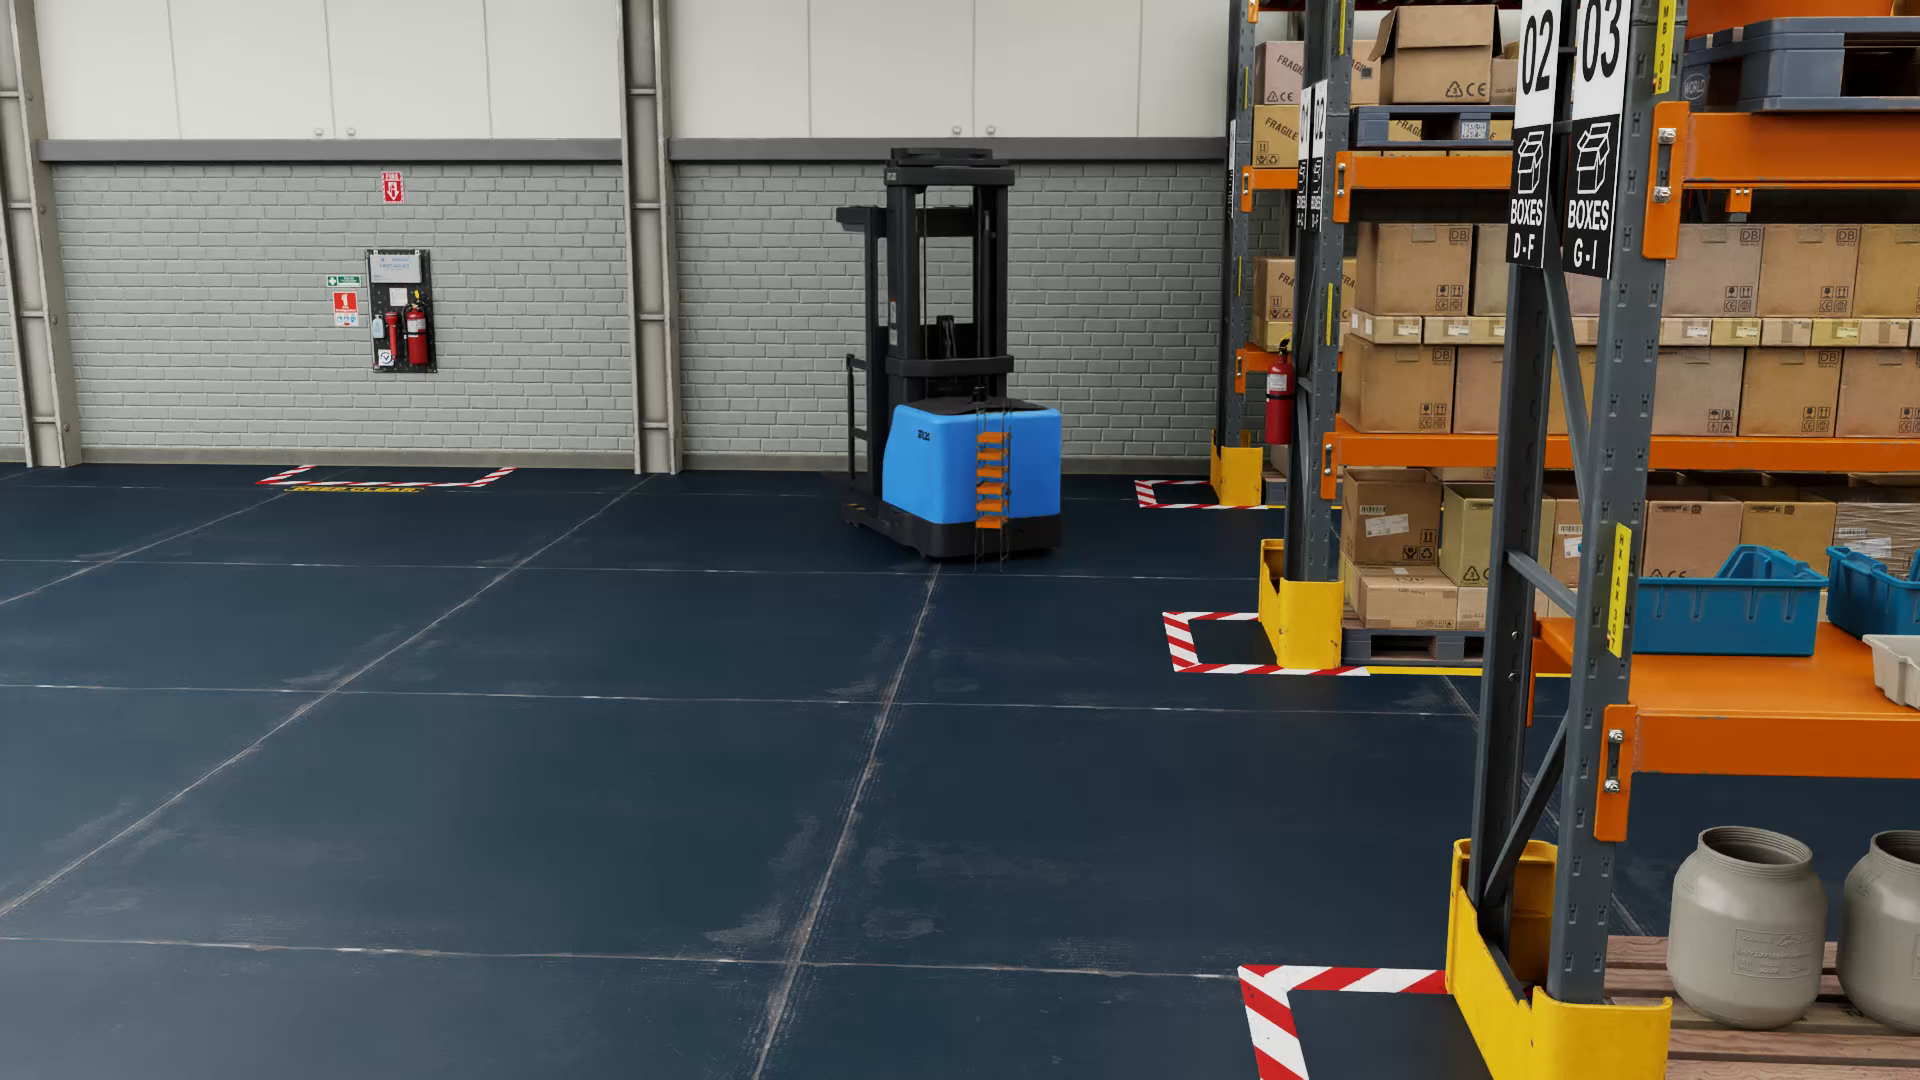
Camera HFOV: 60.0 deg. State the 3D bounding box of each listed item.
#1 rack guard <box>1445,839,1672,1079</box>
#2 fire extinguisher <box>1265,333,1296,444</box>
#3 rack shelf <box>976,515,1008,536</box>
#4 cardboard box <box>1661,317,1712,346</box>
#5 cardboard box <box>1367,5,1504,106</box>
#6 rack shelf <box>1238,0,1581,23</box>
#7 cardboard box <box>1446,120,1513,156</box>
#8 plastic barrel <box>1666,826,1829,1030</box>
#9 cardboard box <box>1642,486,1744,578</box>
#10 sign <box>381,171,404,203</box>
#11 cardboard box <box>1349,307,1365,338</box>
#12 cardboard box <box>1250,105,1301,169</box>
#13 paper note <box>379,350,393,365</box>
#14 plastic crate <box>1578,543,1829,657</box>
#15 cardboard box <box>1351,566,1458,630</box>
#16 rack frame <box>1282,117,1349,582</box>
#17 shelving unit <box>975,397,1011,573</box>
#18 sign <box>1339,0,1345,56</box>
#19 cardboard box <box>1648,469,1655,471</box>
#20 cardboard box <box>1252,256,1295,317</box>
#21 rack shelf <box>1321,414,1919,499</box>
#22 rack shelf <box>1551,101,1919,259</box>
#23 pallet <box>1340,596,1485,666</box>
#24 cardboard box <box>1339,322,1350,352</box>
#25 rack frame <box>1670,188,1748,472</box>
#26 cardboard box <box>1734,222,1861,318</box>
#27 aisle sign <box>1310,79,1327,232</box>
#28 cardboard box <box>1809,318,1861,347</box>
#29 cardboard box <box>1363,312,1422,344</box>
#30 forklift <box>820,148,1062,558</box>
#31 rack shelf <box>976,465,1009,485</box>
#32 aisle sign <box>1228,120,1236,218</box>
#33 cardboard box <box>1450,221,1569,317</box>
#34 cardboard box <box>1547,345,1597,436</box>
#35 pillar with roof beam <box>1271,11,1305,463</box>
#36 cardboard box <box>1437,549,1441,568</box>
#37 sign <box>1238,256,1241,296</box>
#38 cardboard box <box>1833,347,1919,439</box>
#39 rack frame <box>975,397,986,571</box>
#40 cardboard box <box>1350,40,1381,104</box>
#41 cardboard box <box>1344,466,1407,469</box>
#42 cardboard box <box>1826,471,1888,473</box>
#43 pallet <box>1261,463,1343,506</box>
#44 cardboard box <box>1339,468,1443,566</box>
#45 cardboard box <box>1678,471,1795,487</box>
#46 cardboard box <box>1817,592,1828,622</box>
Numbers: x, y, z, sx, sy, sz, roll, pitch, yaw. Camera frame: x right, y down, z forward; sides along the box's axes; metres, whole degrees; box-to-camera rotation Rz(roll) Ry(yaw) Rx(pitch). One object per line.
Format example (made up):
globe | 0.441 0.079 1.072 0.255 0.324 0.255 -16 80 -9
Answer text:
rack guard | 1.770 1.364 5.028 0.348 0.500 1.175 1 12 4
fire extinguisher | 1.939 -0.922 10.038 0.183 0.674 0.296 1 12 4
rack shelf | 0.228 -0.108 11.734 0.180 0.103 0.258 4 12 14
cardboard box | 3.937 -1.159 9.154 0.250 0.149 0.380 1 12 4
cardboard box | 2.599 -2.647 9.151 0.637 0.503 0.797 2 12 8
rack shelf | 4.349 -4.431 13.735 4.000 0.370 1.077 1 12 4
cardboard box | 4.258 -3.323 13.707 0.500 0.500 0.500 2 12 7
plastic barrel | 2.353 1.154 4.974 0.421 0.512 0.421 0 12 0
cardboard box | 4.043 -0.016 9.377 0.500 0.500 0.500 1 12 4
sign | -5.341 -3.321 15.657 0.199 0.298 0.001 1 12 4
cardboard box | 2.420 -1.263 9.653 0.250 0.149 0.380 1 12 3
cardboard box | 2.670 -3.346 13.821 0.500 0.500 0.500 1 12 5
paper note | -5.512 -1.751 15.966 0.142 0.148 0.016 1 12 4
plastic crate | 2.211 0.167 5.006 0.616 0.251 0.499 1 12 4
cardboard box | 2.546 0.330 9.554 0.500 0.250 0.500 1 12 4
rack frame | 2.026 -0.863 9.568 0.127 3.000 1.000 1 12 4
shelving unit | 0.231 -0.386 11.676 0.189 1.200 0.258 4 12 14
sign | 1.983 -2.685 8.622 0.005 0.325 0.100 1 12 4
cardboard box | 5.809 -0.650 14.395 0.250 0.166 0.380 -1 12 -4
cardboard box | 2.838 -2.216 14.520 0.500 0.500 0.500 1 12 3
rack shelf | 4.022 -0.484 9.511 4.000 0.370 1.077 1 12 4
rack shelf | 3.687 -0.940 4.367 4.000 0.370 1.077 1 12 4
pallet | 2.792 0.504 9.845 1.213 0.211 1.003 1 12 4
cardboard box | 3.338 -1.736 14.058 0.500 0.250 0.500 0 12 2
rack frame | 6.344 -1.820 14.145 0.127 3.000 1.000 1 12 4
cardboard box | 4.570 -1.511 9.252 0.500 0.500 0.700 1 12 4
aisle sign | 1.940 -2.074 9.007 0.004 0.787 0.394 1 12 4
cardboard box | 4.716 -1.149 9.107 0.250 0.149 0.380 1 12 3
cardboard box | 2.403 -1.180 9.256 0.250 0.149 0.380 1 12 3
forklift | -0.307 -1.562 13.076 1.130 2.935 3.031 -5 13 -23
rack shelf | 0.232 -0.460 11.661 0.180 0.103 0.258 4 12 14
aisle sign | 2.262 -3.087 13.852 0.004 0.787 0.394 1 12 4
cardboard box | 3.069 -1.531 9.350 0.500 0.500 0.700 0 12 2
cardboard box | 3.510 -0.889 9.447 0.500 0.500 0.700 1 12 4
pillar with roof beam | 2.822 -4.099 10.387 0.400 9.000 9.100 1 12 4
cardboard box | 3.081 0.229 10.039 0.500 0.250 0.500 1 12 4
sign | 2.317 -2.188 13.788 0.005 0.325 0.100 1 12 4
cardboard box | 5.047 -0.868 9.347 0.500 0.500 0.700 1 12 3
rack frame | 0.143 -0.392 11.698 0.006 1.200 0.240 4 12 14
cardboard box | 3.219 -3.819 13.640 0.500 0.500 0.500 1 12 3
cardboard box | 3.607 -0.739 14.466 0.500 0.311 0.500 2 12 8
cardboard box | 7.599 -0.809 14.339 0.500 0.500 0.700 1 12 3
pallet | 3.237 -0.491 14.599 1.213 0.211 1.003 1 12 4
cardboard box | 2.581 -0.143 9.985 0.500 0.500 0.500 1 12 4
cardboard box | 4.578 -0.119 9.870 0.500 0.500 0.500 1 12 4
cardboard box | 4.542 0.358 9.423 0.500 0.250 0.500 1 12 4
